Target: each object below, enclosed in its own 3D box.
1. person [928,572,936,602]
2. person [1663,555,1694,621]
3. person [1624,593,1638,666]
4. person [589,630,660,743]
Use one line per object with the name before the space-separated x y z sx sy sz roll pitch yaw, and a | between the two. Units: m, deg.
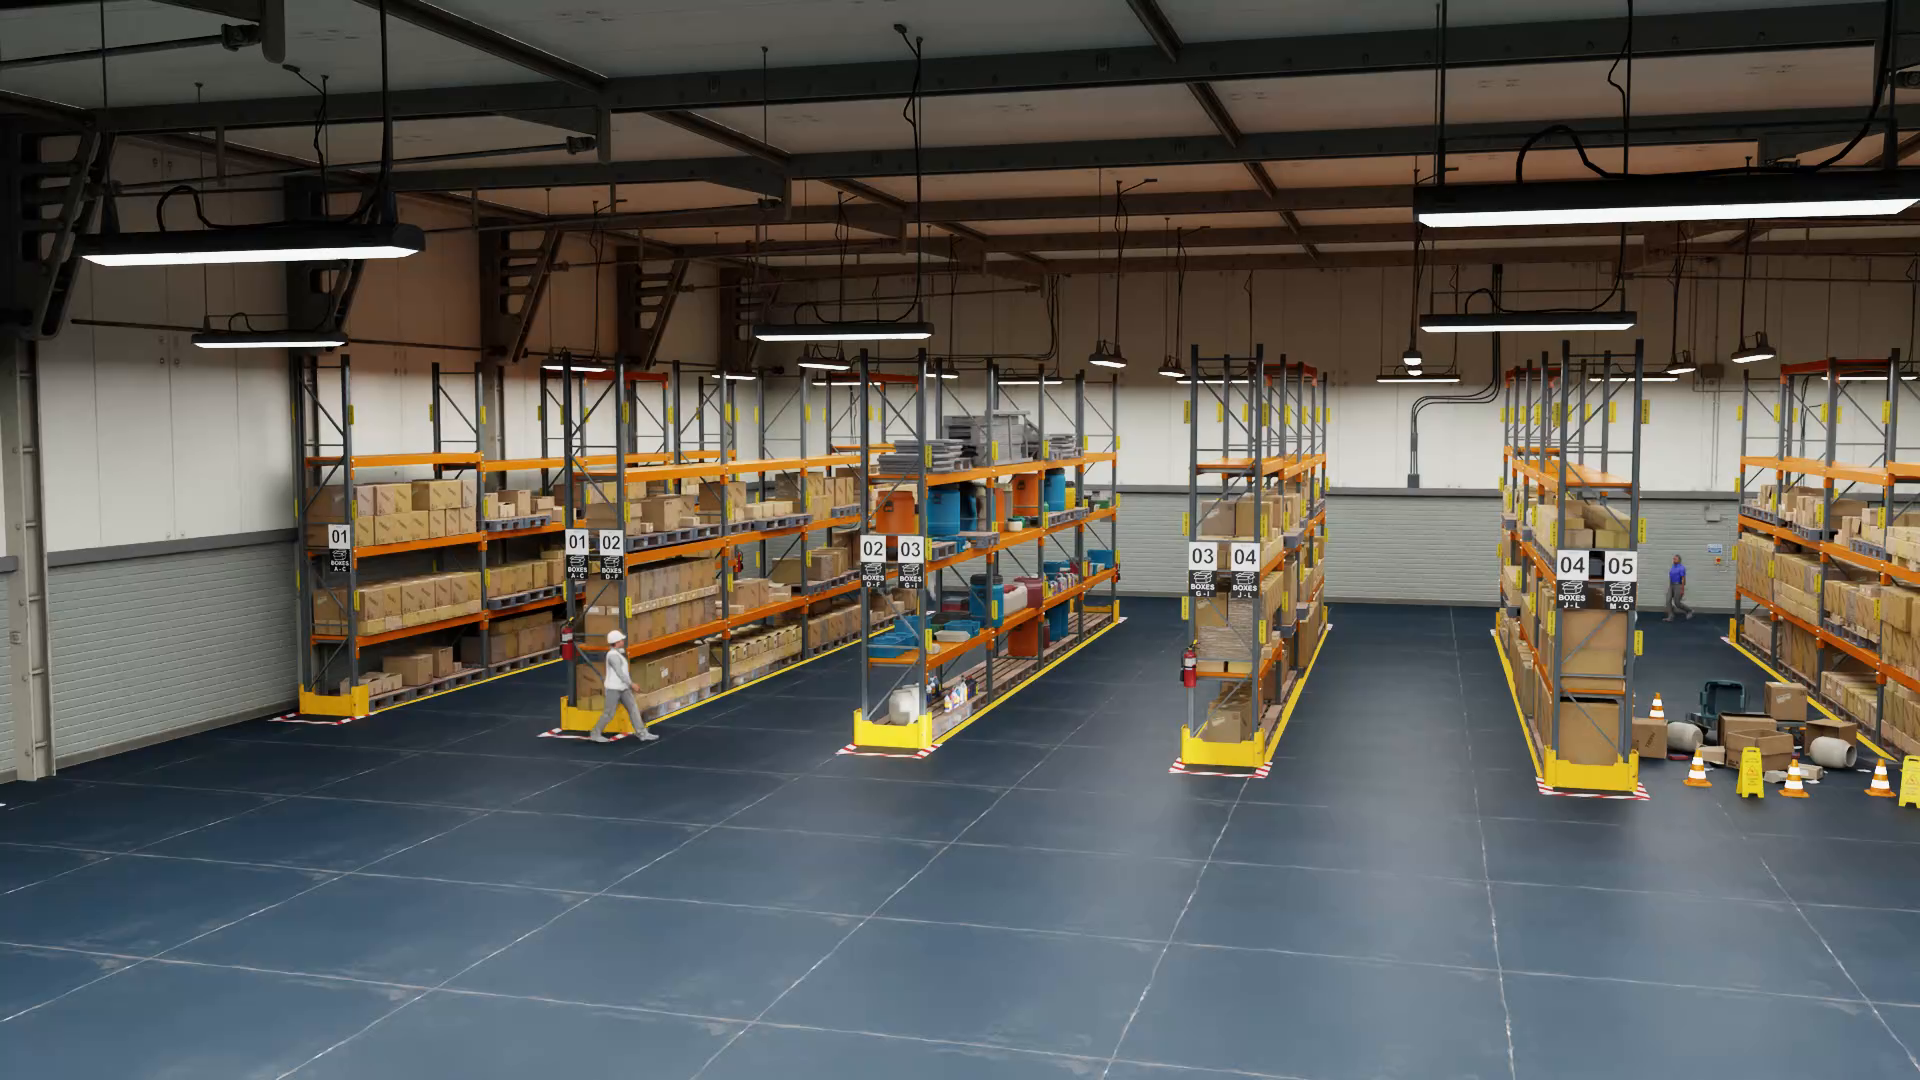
person | -0.942 0.848 44.523 0.975 1.614 0.591 2 5 23
person | 17.370 1.157 40.250 0.699 1.618 0.500 -1 4 -15
person | 13.353 1.613 33.269 0.375 1.784 0.613 2 5 27
person | -5.132 2.227 25.275 1.035 1.709 0.505 1 4 13
